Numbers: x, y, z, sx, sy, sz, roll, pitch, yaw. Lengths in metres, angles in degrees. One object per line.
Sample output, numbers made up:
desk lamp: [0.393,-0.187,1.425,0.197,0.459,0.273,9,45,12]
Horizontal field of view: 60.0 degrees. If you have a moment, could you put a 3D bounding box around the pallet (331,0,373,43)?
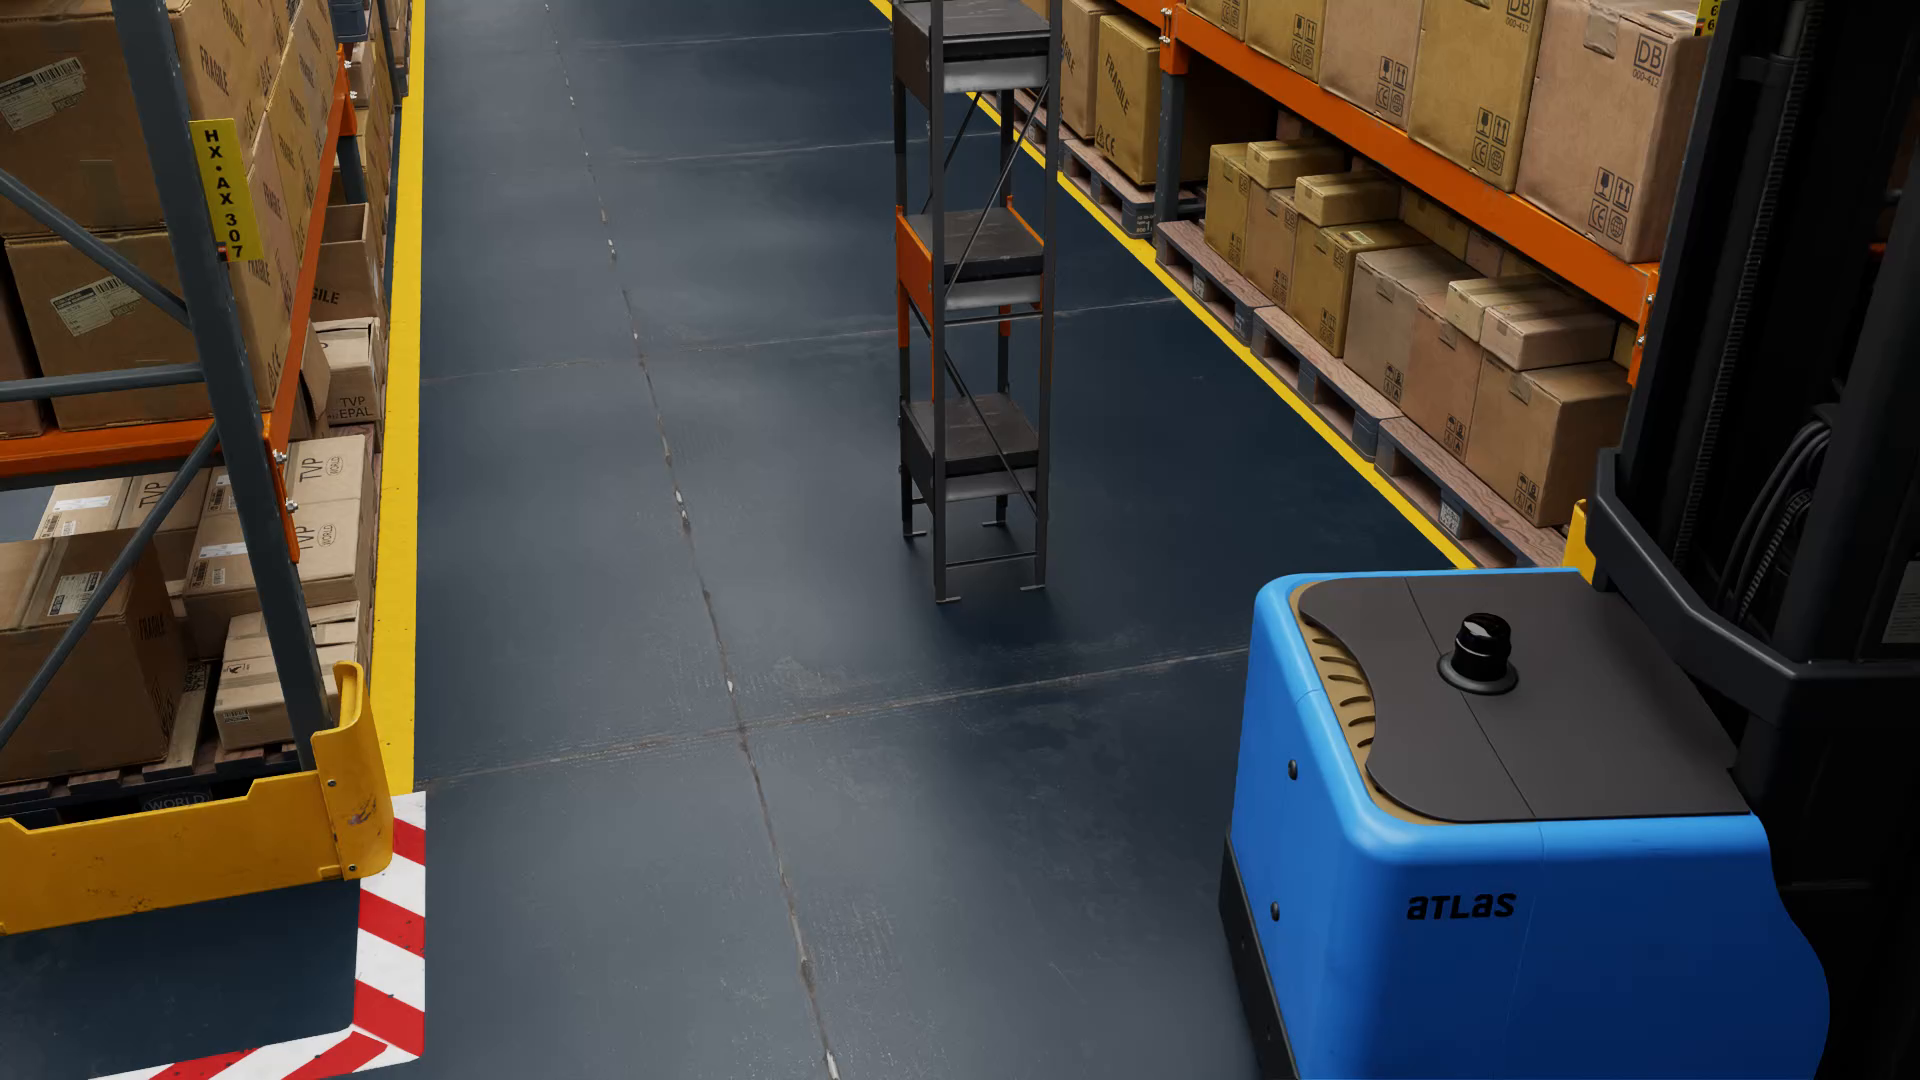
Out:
pallet: [-3.346,-2.587,7.916,1.003,0.211,1.213,-8,31,-13]

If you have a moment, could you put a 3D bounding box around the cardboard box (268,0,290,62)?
cardboard box: [-2.451,-1.802,5.271,0.500,0.500,0.500,-8,31,-14]

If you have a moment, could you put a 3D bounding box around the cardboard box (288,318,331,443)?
cardboard box: [-2.735,-0.473,6.125,0.797,0.503,0.637,-8,31,-13]

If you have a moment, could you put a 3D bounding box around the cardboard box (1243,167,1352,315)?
cardboard box: [1.766,-1.412,7.771,0.700,0.500,0.500,-8,31,-14]

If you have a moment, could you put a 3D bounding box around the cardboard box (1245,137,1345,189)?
cardboard box: [1.551,-1.746,7.700,0.380,0.149,0.250,-7,31,-12]

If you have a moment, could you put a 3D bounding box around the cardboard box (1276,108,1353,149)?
cardboard box: [1.789,-2.032,8.195,0.380,0.149,0.250,-8,31,-14]

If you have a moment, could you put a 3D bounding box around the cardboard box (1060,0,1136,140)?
cardboard box: [0.999,-2.907,10.004,0.750,0.750,0.750,-7,31,-12]

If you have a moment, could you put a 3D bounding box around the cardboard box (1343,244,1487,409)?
cardboard box: [2.048,-0.907,6.899,0.700,0.500,0.500,-9,31,-15]

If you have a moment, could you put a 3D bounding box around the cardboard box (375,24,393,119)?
cardboard box: [-3.826,-2.889,10.303,0.500,0.500,0.500,-7,31,-11]

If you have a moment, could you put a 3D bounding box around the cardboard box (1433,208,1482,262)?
cardboard box: [2.203,-1.282,6.898,0.380,0.149,0.250,-8,31,-13]

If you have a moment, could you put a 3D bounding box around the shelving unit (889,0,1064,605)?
shelving unit: [0.044,-0.829,5.586,0.431,2.100,0.503,-8,31,-13]

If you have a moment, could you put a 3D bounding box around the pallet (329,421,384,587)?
pallet: [-2.730,-0.140,6.282,1.003,0.211,1.213,-8,31,-13]

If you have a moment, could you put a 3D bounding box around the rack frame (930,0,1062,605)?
rack frame: [0.109,-0.711,5.382,0.400,2.100,0.015,-8,31,-13]

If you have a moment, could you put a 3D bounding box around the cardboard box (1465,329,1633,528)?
cardboard box: [2.315,-0.422,6.062,0.700,0.500,0.500,-8,31,-13]

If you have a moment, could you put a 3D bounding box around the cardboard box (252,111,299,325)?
cardboard box: [-2.183,-0.878,4.674,0.500,0.500,0.500,-8,31,-14]

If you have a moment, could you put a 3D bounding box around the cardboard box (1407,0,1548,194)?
cardboard box: [2.249,-1.722,5.932,0.980,0.700,0.700,-8,31,-14]

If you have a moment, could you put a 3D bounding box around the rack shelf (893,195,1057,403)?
rack shelf: [0.044,-0.817,5.593,0.431,0.518,0.480,-8,31,-13]

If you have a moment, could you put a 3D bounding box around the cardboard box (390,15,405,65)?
cardboard box: [-4.157,-3.485,11.602,0.500,0.250,0.500,-8,31,-13]

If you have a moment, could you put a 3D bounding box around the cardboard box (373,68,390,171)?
cardboard box: [-3.544,-2.387,9.435,0.500,0.500,0.500,-9,31,-15]

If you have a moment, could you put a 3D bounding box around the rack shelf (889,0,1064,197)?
rack shelf: [0.044,-1.423,5.242,0.431,0.518,0.480,-8,31,-13]

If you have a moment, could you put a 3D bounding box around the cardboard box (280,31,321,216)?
cardboard box: [-2.444,-1.363,5.510,0.500,0.500,0.500,-7,31,-13]

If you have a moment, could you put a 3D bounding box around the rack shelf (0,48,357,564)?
rack shelf: [-2.708,-0.992,5.688,1.077,0.370,4.000,-8,31,-13]

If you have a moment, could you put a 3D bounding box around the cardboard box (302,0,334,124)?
cardboard box: [-2.721,-1.856,6.363,0.500,0.500,0.500,-7,31,-12]

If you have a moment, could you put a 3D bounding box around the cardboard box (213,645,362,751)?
cardboard box: [-1.957,0.458,4.871,0.380,0.149,0.250,-8,31,-13]

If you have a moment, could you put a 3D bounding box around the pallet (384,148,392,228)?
pallet: [-3.819,-2.040,9.565,1.003,0.211,1.213,-8,31,-13]

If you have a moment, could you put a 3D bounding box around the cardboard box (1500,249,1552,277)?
cardboard box: [2.340,-1.035,6.472,0.380,0.149,0.250,-8,31,-13]

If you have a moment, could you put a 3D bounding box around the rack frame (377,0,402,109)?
rack frame: [-4.301,-4.201,10.514,1.000,3.000,0.127,-8,31,-13]

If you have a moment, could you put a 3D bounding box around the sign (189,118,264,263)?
sign: [-1.654,-0.784,3.746,0.100,0.325,0.005,-8,31,-13]

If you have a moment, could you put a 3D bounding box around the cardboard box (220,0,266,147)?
cardboard box: [-2.187,-1.314,4.428,0.500,0.500,0.500,-8,31,-13]

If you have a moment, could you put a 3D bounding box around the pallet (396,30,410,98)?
pallet: [-4.482,-3.397,11.908,1.003,0.211,1.213,-8,31,-13]

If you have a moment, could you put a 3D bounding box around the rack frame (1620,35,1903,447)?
rack frame: [2.598,-0.998,4.980,1.000,3.000,0.127,-8,31,-13]

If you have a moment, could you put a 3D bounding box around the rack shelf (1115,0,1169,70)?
rack shelf: [1.005,-3.584,10.166,1.077,0.370,4.000,-8,31,-13]

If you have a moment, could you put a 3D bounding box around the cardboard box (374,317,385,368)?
cardboard box: [-2.657,-0.815,7.071,0.380,0.149,0.250,-8,31,-13]

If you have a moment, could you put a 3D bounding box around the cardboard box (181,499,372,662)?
cardboard box: [-2.181,0.120,5.353,0.500,0.250,0.500,-8,31,-13]

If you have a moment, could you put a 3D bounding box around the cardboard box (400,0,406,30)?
cardboard box: [-4.435,-3.978,12.454,0.500,0.250,0.500,-9,31,-15]

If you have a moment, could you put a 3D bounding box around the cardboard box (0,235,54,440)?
cardboard box: [-2.559,-0.561,4.125,0.500,0.500,0.500,-7,31,-12]

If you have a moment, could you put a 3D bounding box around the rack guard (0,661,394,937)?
rack guard: [-2.198,0.708,4.528,1.175,0.500,0.348,-8,31,-13]

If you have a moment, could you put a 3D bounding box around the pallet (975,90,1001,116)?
pallet: [0.611,-3.264,11.678,1.003,0.211,1.213,-8,31,-13]

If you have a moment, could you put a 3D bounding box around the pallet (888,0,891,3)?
pallet: [-0.052,-4.620,14.022,1.003,0.211,1.213,-8,31,-13]

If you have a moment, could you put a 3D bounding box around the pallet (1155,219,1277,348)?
pallet: [1.662,-1.345,8.363,1.003,0.211,1.213,-8,31,-13]

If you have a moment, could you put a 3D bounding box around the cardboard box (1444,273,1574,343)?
cardboard box: [2.037,-0.864,6.178,0.380,0.149,0.250,-7,31,-12]

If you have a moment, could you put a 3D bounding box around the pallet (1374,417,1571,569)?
pallet: [2.310,-0.167,6.327,1.003,0.211,1.213,-8,31,-13]

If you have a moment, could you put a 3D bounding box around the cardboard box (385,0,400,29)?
cardboard box: [-4.157,-3.728,11.462,0.500,0.311,0.500,-7,31,-12]

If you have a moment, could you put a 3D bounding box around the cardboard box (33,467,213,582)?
cardboard box: [-2.782,-0.030,5.614,0.500,0.250,0.500,-8,31,-13]

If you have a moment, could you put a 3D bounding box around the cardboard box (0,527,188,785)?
cardboard box: [-2.559,0.324,4.752,0.500,0.500,0.500,-8,31,-13]

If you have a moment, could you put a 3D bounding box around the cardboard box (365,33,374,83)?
cardboard box: [-3.532,-2.694,9.217,0.500,0.250,0.500,-8,31,-14]

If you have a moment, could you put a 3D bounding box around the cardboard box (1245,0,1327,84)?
cardboard box: [1.853,-2.442,7.175,0.980,0.700,0.700,-9,31,-15]

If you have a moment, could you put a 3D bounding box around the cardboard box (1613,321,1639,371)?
cardboard box: [2.541,-0.669,5.841,0.380,0.149,0.250,-8,31,-13]

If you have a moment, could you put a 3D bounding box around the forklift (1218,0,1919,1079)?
forklift: [2.221,-0.057,3.422,3.031,2.935,1.130,-1,30,-3]

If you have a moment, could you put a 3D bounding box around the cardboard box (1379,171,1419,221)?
cardboard box: [2.067,-1.528,7.325,0.380,0.149,0.250,-8,31,-13]

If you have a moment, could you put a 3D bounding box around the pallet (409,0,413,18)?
pallet: [-5.129,-4.576,13.944,1.003,0.211,1.213,-8,31,-13]

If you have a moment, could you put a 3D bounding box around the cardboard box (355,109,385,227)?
cardboard box: [-3.285,-1.900,8.594,0.500,0.500,0.500,-7,31,-13]
